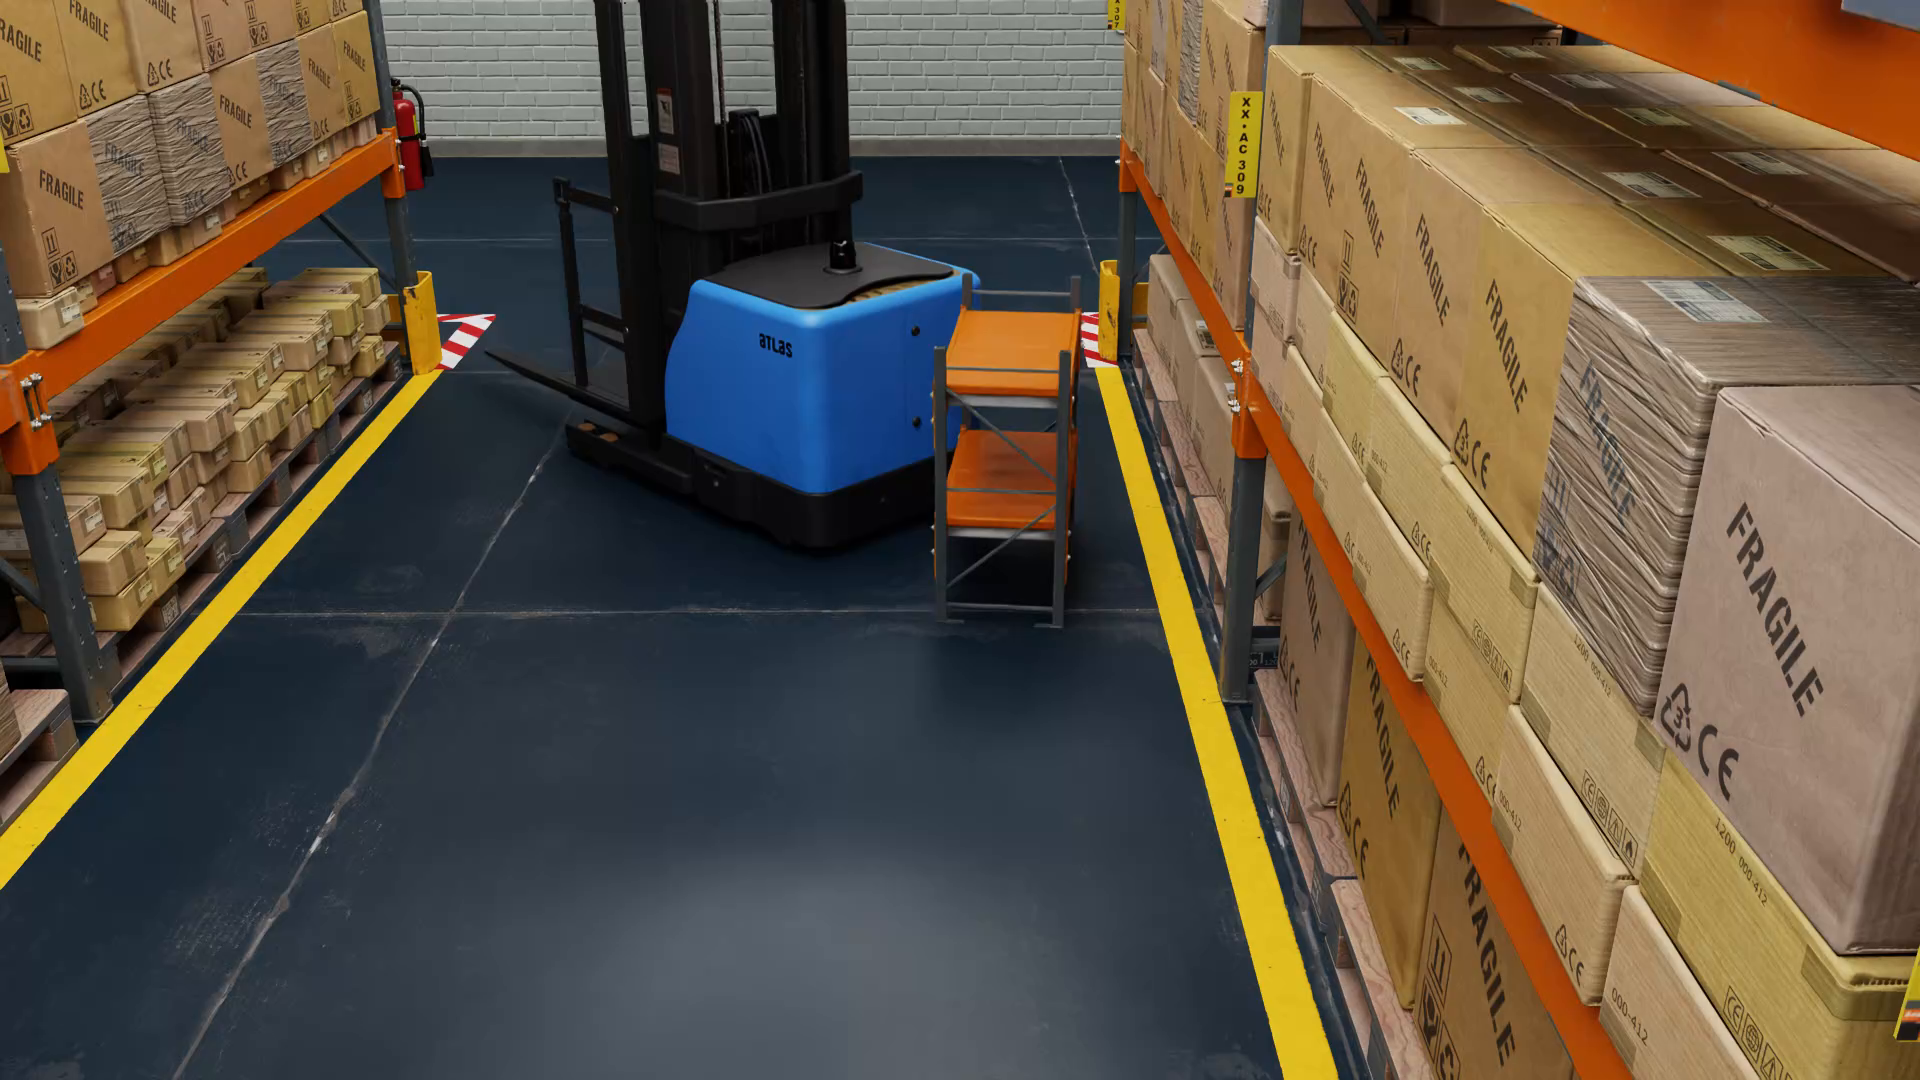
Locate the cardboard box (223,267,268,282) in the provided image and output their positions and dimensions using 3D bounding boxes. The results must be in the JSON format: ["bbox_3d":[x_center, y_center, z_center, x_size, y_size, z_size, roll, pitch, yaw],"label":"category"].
[{"bbox_3d":[-3.888,-1.334,8.787,0.380,0.149,0.250,-1,24,-3],"label":"cardboard box"}]

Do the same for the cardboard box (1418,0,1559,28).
[{"bbox_3d":[1.694,-1.731,5.316,0.380,0.149,0.250,-1,24,-1],"label":"cardboard box"}]

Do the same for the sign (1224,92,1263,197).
[{"bbox_3d":[0.883,-1.231,5.185,0.100,0.325,0.005,0,24,-1],"label":"sign"}]

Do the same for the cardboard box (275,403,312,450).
[{"bbox_3d":[-3.255,-0.530,7.732,0.380,0.149,0.250,0,24,0],"label":"cardboard box"}]

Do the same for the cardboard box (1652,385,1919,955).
[{"bbox_3d":[1.215,0.132,1.984,0.500,0.500,0.500,-1,24,-2],"label":"cardboard box"}]

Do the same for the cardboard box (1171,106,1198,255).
[{"bbox_3d":[1.146,-1.458,6.712,0.500,0.500,0.500,-1,24,-1],"label":"cardboard box"}]

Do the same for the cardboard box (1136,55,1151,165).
[{"bbox_3d":[1.146,-2.090,8.109,0.500,0.500,0.500,-1,24,-1],"label":"cardboard box"}]

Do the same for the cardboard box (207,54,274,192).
[{"bbox_3d":[-3.281,-1.758,7.015,0.500,0.500,0.500,1,24,2],"label":"cardboard box"}]

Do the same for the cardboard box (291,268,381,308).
[{"bbox_3d":[-3.295,-1.334,8.788,0.380,0.149,0.250,0,24,0],"label":"cardboard box"}]

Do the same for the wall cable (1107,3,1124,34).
[{"bbox_3d":[1.310,-5.252,13.952,0.585,1.953,0.123,0,24,-1],"label":"wall cable"}]

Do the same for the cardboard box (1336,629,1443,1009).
[{"bbox_3d":[1.543,0.601,4.351,0.875,0.875,0.875,0,24,1],"label":"cardboard box"}]

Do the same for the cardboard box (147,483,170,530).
[{"bbox_3d":[-3.326,-0.122,6.469,0.380,0.149,0.250,0,24,-1],"label":"cardboard box"}]

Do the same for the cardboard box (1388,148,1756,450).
[{"bbox_3d":[1.204,-0.493,3.365,0.500,0.500,0.500,-1,24,-1],"label":"cardboard box"}]

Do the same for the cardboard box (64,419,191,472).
[{"bbox_3d":[-3.328,-0.371,6.658,0.380,0.149,0.250,-1,24,-2],"label":"cardboard box"}]

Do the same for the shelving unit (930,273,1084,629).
[{"bbox_3d":[0.207,-0.390,6.748,0.538,1.125,1.048,2,24,5],"label":"shelving unit"}]

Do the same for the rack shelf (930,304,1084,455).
[{"bbox_3d":[0.207,-0.657,6.627,0.538,0.278,1.000,2,24,5],"label":"rack shelf"}]

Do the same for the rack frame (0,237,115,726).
[{"bbox_3d":[-3.510,-0.740,5.245,1.000,3.000,0.127,0,24,-1],"label":"rack frame"}]

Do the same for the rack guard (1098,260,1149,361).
[{"bbox_3d":[1.394,-1.323,9.568,1.175,0.500,0.348,0,24,-1],"label":"rack guard"}]

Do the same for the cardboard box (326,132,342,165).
[{"bbox_3d":[-3.285,-1.934,8.192,0.380,0.149,0.250,0,24,-1],"label":"cardboard box"}]

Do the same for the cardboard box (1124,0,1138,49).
[{"bbox_3d":[1.115,-2.754,8.364,0.500,0.500,0.500,-1,24,-2],"label":"cardboard box"}]

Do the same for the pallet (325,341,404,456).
[{"bbox_3d":[-3.580,-0.751,8.654,1.003,0.211,1.213,0,24,-1],"label":"pallet"}]

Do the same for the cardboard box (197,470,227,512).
[{"bbox_3d":[-3.341,-0.210,7.025,0.380,0.149,0.250,-1,24,-3],"label":"cardboard box"}]

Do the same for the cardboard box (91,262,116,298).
[{"bbox_3d":[-3.319,-0.959,6.035,0.380,0.149,0.250,-1,24,-3],"label":"cardboard box"}]

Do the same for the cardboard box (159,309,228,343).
[{"bbox_3d":[-3.805,-1.015,8.081,0.380,0.149,0.250,-1,24,-3],"label":"cardboard box"}]

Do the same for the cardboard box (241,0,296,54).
[{"bbox_3d":[-3.280,-2.414,7.252,0.500,0.500,0.500,1,24,2],"label":"cardboard box"}]

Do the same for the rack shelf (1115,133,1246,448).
[{"bbox_3d":[1.416,-1.300,7.357,1.077,0.370,4.000,0,24,-1],"label":"rack shelf"}]

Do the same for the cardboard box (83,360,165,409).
[{"bbox_3d":[-3.756,-0.688,7.360,0.380,0.149,0.250,0,24,0],"label":"cardboard box"}]

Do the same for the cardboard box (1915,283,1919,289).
[{"bbox_3d":[1.706,-0.065,2.419,0.500,0.500,0.500,0,24,0],"label":"cardboard box"}]

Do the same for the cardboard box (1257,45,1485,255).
[{"bbox_3d":[1.156,-1.122,4.756,0.500,0.500,0.500,0,24,0],"label":"cardboard box"}]

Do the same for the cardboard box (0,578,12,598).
[{"bbox_3d":[-3.775,0.101,6.337,0.380,0.149,0.250,0,24,1],"label":"cardboard box"}]

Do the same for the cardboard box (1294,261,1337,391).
[{"bbox_3d":[1.195,-0.566,4.436,0.500,0.250,0.500,0,24,0],"label":"cardboard box"}]

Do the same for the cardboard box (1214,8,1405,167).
[{"bbox_3d":[1.157,-1.498,5.587,0.500,0.500,0.500,0,24,-1],"label":"cardboard box"}]

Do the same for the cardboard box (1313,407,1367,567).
[{"bbox_3d":[1.176,-0.128,4.075,0.500,0.250,0.500,0,24,-1],"label":"cardboard box"}]

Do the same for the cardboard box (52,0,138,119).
[{"bbox_3d":[-3.293,-1.777,5.843,0.500,0.500,0.500,-1,24,-2],"label":"cardboard box"}]

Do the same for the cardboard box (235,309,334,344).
[{"bbox_3d":[-3.280,-1.017,8.087,0.380,0.149,0.250,-1,24,-3],"label":"cardboard box"}]

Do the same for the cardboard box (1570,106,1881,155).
[{"bbox_3d":[1.693,-0.699,3.822,0.500,0.500,0.500,0,24,1],"label":"cardboard box"}]

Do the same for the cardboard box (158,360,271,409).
[{"bbox_3d":[-3.299,-0.690,7.363,0.380,0.149,0.250,0,24,0],"label":"cardboard box"}]

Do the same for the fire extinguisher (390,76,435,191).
[{"bbox_3d":[-3.095,-2.288,9.216,0.296,0.674,0.183,0,24,-1],"label":"fire extinguisher"}]

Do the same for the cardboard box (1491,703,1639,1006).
[{"bbox_3d":[1.195,0.496,2.696,0.500,0.250,0.500,0,24,0],"label":"cardboard box"}]

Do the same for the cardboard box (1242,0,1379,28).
[{"bbox_3d":[1.117,-1.726,5.303,0.380,0.149,0.250,-1,24,-2],"label":"cardboard box"}]

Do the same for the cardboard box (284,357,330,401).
[{"bbox_3d":[-3.237,-0.772,7.906,0.380,0.149,0.250,0,24,0],"label":"cardboard box"}]

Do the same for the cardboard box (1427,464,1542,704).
[{"bbox_3d":[1.187,0.065,3.042,0.500,0.250,0.500,-1,24,-2],"label":"cardboard box"}]

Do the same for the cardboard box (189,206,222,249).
[{"bbox_3d":[-3.249,-1.286,6.758,0.380,0.149,0.250,1,24,2],"label":"cardboard box"}]

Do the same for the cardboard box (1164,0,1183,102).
[{"bbox_3d":[1.147,-2.123,6.970,0.500,0.500,0.500,0,24,0],"label":"cardboard box"}]

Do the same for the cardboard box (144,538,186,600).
[{"bbox_3d":[-3.196,0.107,6.323,0.380,0.149,0.250,0,24,1],"label":"cardboard box"}]

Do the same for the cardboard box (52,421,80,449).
[{"bbox_3d":[-3.752,-0.363,6.641,0.380,0.149,0.250,1,24,1],"label":"cardboard box"}]

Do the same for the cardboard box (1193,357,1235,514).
[{"bbox_3d":[1.528,-0.455,7.217,0.875,0.438,0.875,-1,24,-2],"label":"cardboard box"}]

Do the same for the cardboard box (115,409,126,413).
[{"bbox_3d":[-3.738,-0.547,7.408,0.380,0.149,0.250,1,24,2],"label":"cardboard box"}]

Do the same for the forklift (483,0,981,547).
[{"bbox_3d":[-1.283,-1.816,7.709,1.130,2.935,3.031,-22,32,-40],"label":"forklift"}]

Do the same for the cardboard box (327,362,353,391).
[{"bbox_3d":[-3.319,-0.849,8.438,0.380,0.149,0.250,0,24,-1],"label":"cardboard box"}]

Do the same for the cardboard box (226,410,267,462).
[{"bbox_3d":[-3.245,-0.451,7.197,0.380,0.149,0.250,0,24,-1],"label":"cardboard box"}]

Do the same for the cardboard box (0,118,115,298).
[{"bbox_3d":[-3.264,-1.126,5.617,0.500,0.500,0.500,-1,24,-2],"label":"cardboard box"}]

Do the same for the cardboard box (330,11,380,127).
[{"bbox_3d":[-3.292,-2.385,8.401,0.500,0.500,0.500,0,24,1],"label":"cardboard box"}]

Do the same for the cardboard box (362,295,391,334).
[{"bbox_3d":[-3.263,-1.199,8.851,0.380,0.149,0.250,-1,24,-2],"label":"cardboard box"}]

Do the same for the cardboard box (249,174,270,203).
[{"bbox_3d":[-3.342,-1.609,7.472,0.380,0.149,0.250,-1,24,-3],"label":"cardboard box"}]

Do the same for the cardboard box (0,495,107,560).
[{"bbox_3d":[-3.307,-0.046,5.939,0.380,0.149,0.250,1,24,2],"label":"cardboard box"}]

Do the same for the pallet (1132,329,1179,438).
[{"bbox_3d":[1.482,-0.852,8.878,1.003,0.211,1.213,0,24,-1],"label":"pallet"}]

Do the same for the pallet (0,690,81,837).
[{"bbox_3d":[-3.500,0.852,5.110,1.003,0.211,1.213,0,24,-1],"label":"pallet"}]
